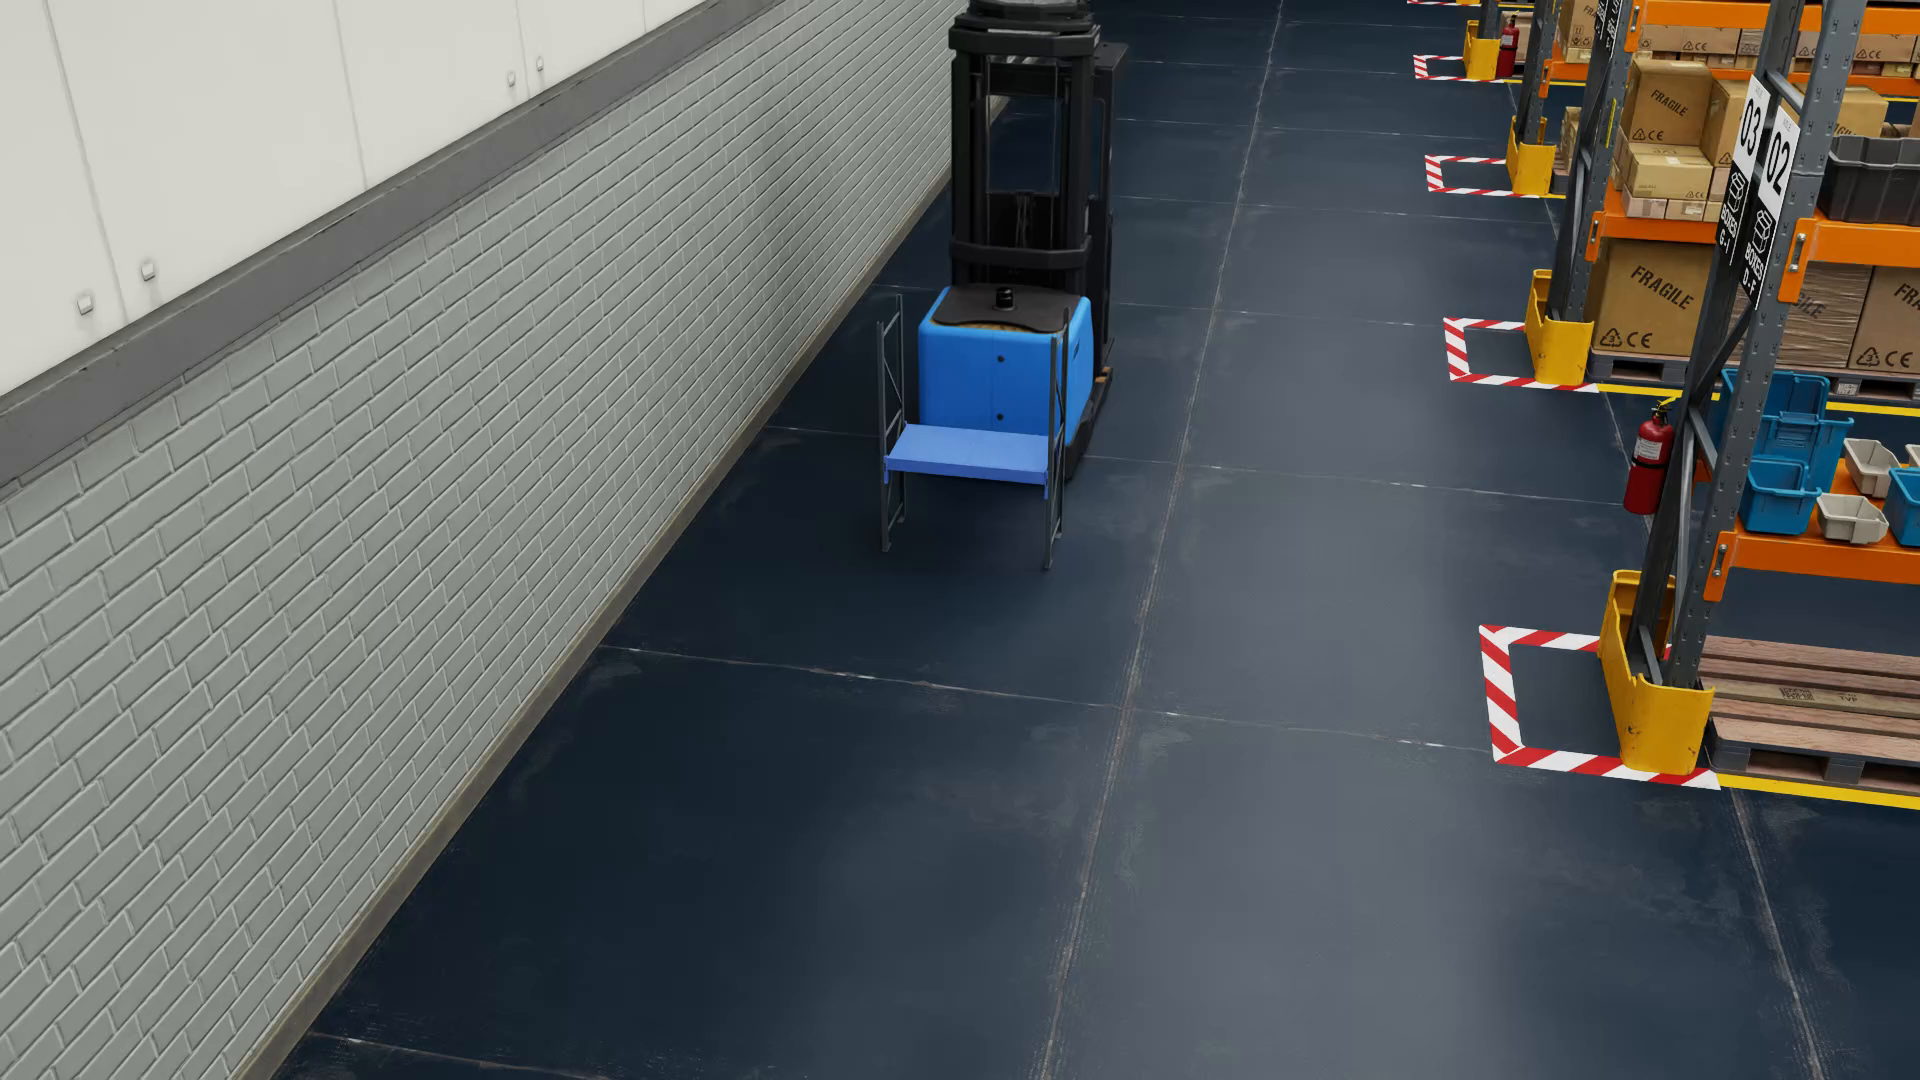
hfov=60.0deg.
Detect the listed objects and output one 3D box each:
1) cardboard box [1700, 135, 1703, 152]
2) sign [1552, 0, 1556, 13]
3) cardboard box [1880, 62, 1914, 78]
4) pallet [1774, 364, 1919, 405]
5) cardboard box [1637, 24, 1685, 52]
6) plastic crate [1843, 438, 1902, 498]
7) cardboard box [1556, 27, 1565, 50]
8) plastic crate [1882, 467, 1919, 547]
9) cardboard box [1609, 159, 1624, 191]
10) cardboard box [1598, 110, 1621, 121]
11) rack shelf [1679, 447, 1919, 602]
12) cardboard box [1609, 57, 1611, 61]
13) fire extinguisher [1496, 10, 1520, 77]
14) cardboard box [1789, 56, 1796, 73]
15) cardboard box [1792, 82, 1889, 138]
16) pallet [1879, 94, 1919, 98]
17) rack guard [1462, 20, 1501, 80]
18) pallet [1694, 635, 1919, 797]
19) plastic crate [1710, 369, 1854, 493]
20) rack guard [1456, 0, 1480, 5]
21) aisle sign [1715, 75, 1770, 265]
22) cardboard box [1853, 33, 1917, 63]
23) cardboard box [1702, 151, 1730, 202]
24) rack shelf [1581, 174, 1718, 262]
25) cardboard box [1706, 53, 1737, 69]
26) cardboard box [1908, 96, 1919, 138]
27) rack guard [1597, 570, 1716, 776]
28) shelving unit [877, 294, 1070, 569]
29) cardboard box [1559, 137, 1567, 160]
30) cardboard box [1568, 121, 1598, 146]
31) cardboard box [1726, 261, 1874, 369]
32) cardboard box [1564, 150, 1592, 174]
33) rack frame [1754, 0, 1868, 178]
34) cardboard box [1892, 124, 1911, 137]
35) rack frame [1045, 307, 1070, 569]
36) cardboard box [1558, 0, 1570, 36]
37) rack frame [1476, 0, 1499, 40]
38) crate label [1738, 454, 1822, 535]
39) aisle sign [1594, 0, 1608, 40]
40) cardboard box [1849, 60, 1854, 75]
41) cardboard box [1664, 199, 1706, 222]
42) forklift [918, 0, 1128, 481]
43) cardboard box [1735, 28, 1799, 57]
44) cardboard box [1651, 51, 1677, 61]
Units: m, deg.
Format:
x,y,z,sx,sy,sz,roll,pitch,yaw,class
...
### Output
x,y,z,sx,sy,sz,roll,pitch,yaw,class
5.694,-2.847,12.336,0.500,0.250,0.500,5,29,10,cardboard box
5.690,-5.202,15.888,0.005,0.325,0.100,6,29,11,sign
8.863,-4.514,15.795,0.250,0.149,0.380,7,29,13,cardboard box
6.657,-1.368,12.690,1.213,0.211,1.003,6,29,11,pallet
6.713,-5.035,16.071,0.500,0.500,0.500,6,29,11,cardboard box
4.470,-0.346,8.132,0.243,0.136,0.396,6,29,11,plastic crate
6.181,-5.067,16.805,0.250,0.149,0.380,6,29,11,cardboard box
4.451,-0.139,7.654,0.300,0.233,0.416,6,29,11,plastic crate
5.086,-2.766,12.603,0.250,0.149,0.380,6,29,12,cardboard box
6.608,-4.285,17.028,0.250,0.149,0.380,6,29,12,cardboard box
5.590,0.084,7.883,4.000,0.370,1.077,6,29,11,rack shelf
6.309,-4.774,16.270,0.250,0.149,0.380,7,29,12,cardboard box
5.653,-5.121,17.112,0.183,0.674,0.296,6,29,11,fire extinguisher
7.843,-4.607,15.966,0.250,0.149,0.380,6,29,12,cardboard box
6.079,-2.877,11.609,0.500,0.500,0.500,5,29,9,cardboard box
11.420,-5.745,20.687,1.213,0.211,1.003,6,29,11,pallet
6.715,-6.318,21.431,0.348,0.500,1.175,6,29,11,rack guard
4.433,0.892,8.562,1.213,0.211,1.003,6,29,11,pallet
4.001,-0.528,8.153,0.499,0.435,0.616,6,29,11,plastic crate
7.845,-8.639,25.671,0.348,0.500,1.175,6,29,11,rack guard
3.625,-1.717,7.717,0.004,0.787,0.394,6,29,11,aisle sign
8.676,-4.819,15.676,0.500,0.500,0.500,5,29,9,cardboard box
5.592,-2.598,11.881,0.500,0.250,0.500,6,29,10,cardboard box
6.625,-2.242,12.132,4.000,0.370,1.077,6,29,11,rack shelf
7.339,-4.684,16.105,0.250,0.149,0.380,5,29,10,cardboard box
7.176,-3.021,11.873,0.500,0.500,0.500,5,29,9,cardboard box
3.608,0.669,8.670,0.348,0.500,1.175,6,29,11,rack guard
0.083,-0.649,10.036,1.048,1.500,0.538,6,29,11,shelving unit
6.362,-4.056,17.228,0.250,0.149,0.380,6,29,11,cardboard box
6.245,-4.059,16.615,0.250,0.149,0.380,5,29,8,cardboard box
6.201,-1.892,12.520,0.875,0.875,0.875,6,29,11,cardboard box
6.249,-3.808,16.775,0.250,0.149,0.380,6,29,12,cardboard box
3.634,-3.063,6.636,0.127,3.000,1.000,6,29,11,rack frame
9.422,-4.002,16.511,0.250,0.149,0.380,7,29,13,cardboard box
0.581,-0.598,9.943,0.032,1.500,0.500,6,29,11,rack frame
6.297,-5.327,16.605,0.500,0.500,0.500,6,29,12,cardboard box
6.738,-7.412,20.826,0.127,3.000,1.000,6,29,11,rack frame
3.807,-0.205,7.775,0.303,0.233,0.416,6,29,11,crate label
4.661,-4.046,11.972,0.004,0.787,0.394,6,29,11,aisle sign
8.345,-4.564,15.887,0.250,0.149,0.380,5,29,8,cardboard box
5.198,-2.432,11.992,0.250,0.149,0.380,5,29,10,cardboard box
0.536,-2.363,11.676,1.130,2.935,3.031,6,29,11,forklift
7.690,-4.931,15.882,0.500,0.500,0.500,5,29,9,cardboard box
6.843,-4.760,16.245,0.250,0.149,0.380,7,30,13,cardboard box
